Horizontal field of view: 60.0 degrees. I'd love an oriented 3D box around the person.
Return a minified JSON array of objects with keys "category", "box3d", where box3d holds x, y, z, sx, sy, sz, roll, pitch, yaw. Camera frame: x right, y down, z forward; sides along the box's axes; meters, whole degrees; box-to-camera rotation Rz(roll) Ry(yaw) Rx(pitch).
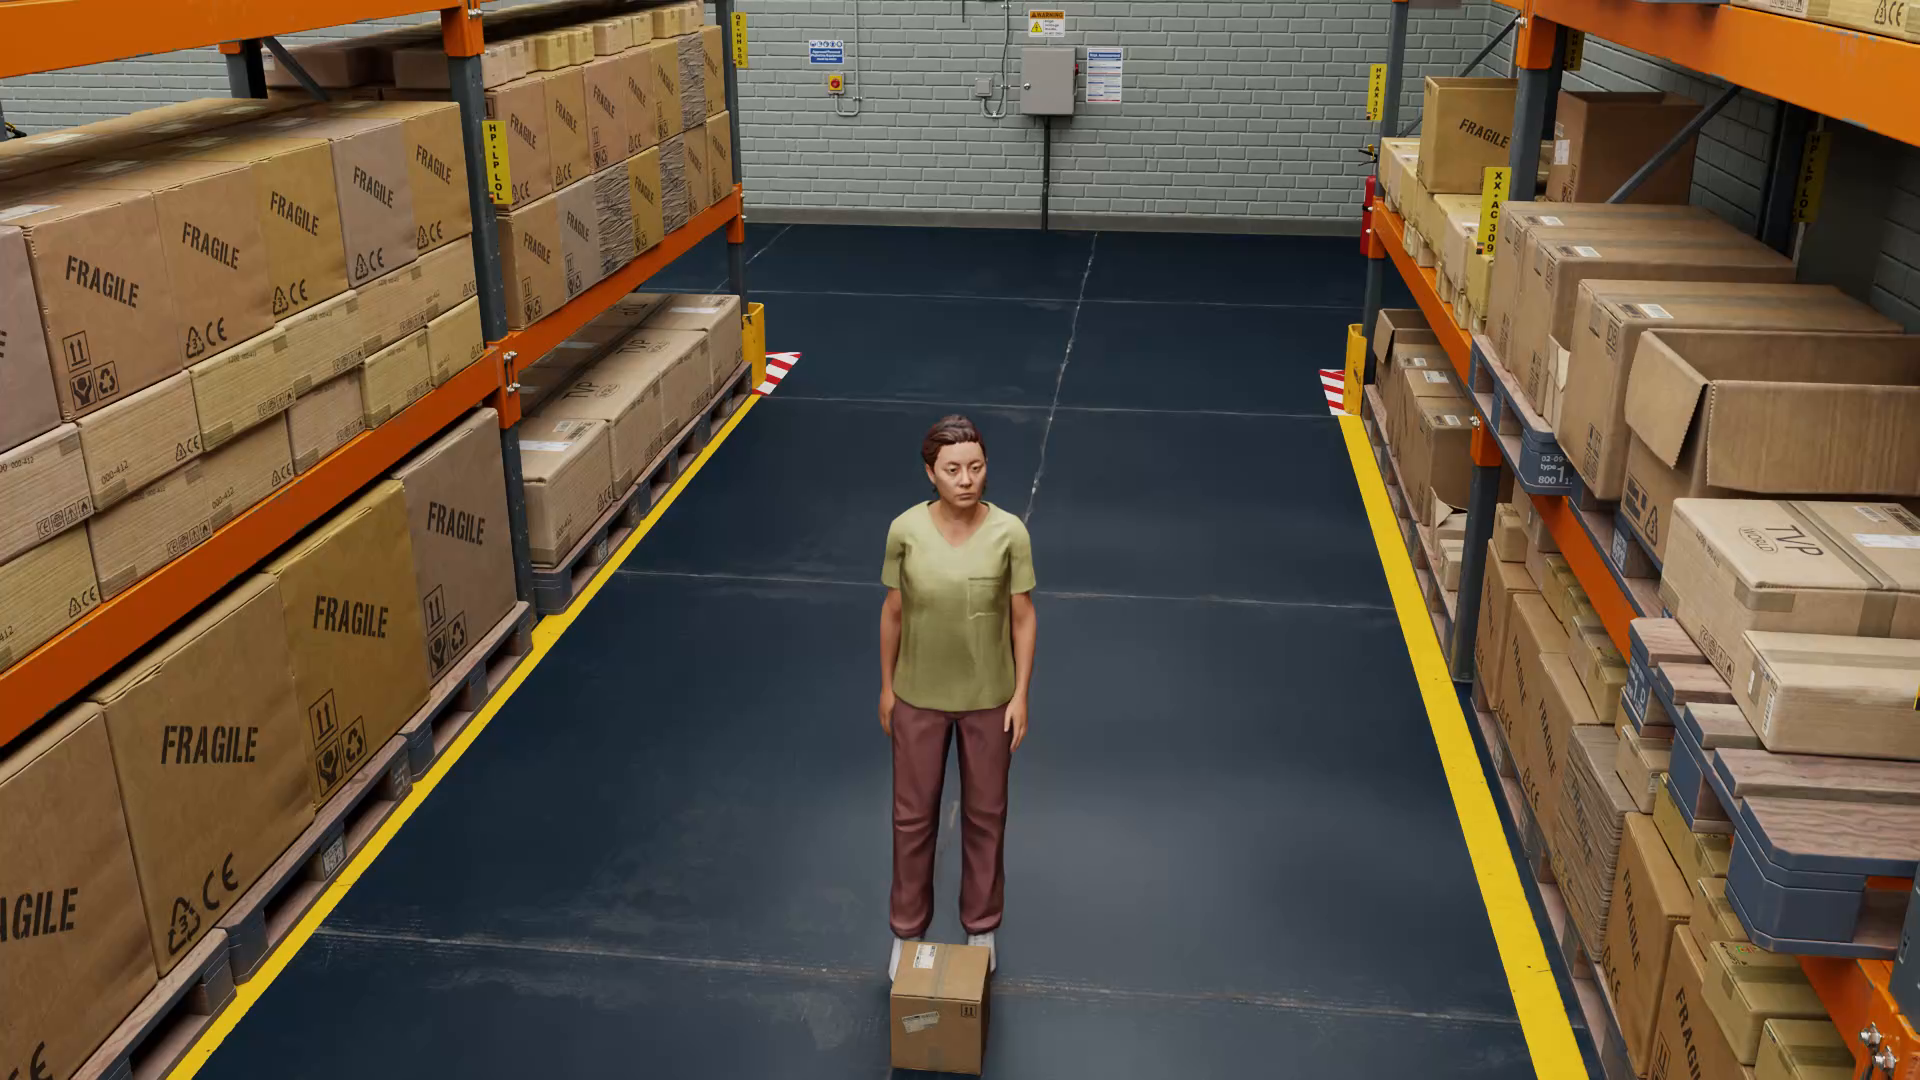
[{"category":"person","box3d":[-0.012,0.470,4.819,0.461,1.683,0.439,1,21,2]}]
